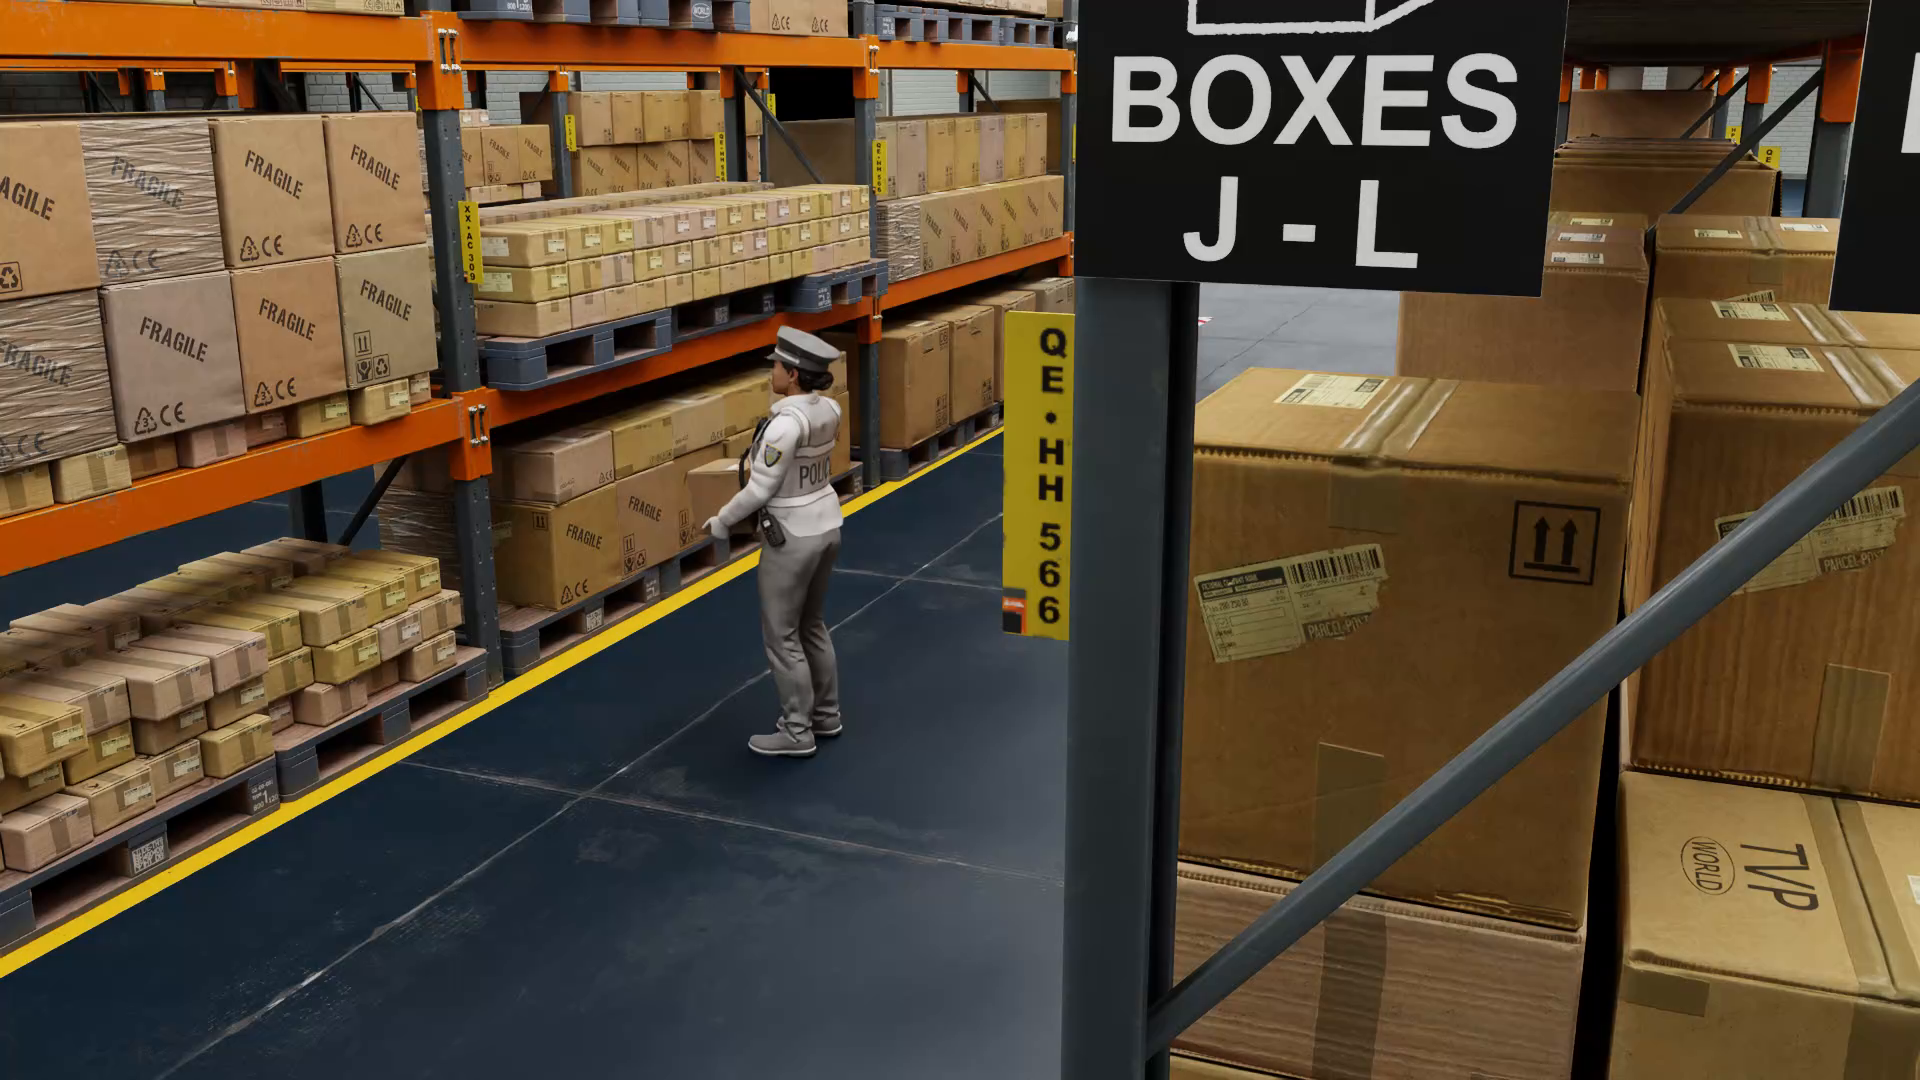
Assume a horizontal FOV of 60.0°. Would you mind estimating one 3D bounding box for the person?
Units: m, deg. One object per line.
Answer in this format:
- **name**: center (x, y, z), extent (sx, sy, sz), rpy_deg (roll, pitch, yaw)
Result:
- **person**: center (-0.705, -0.002, 6.492), extent (0.532, 1.690, 0.459), rpy_deg (6, 17, 21)
